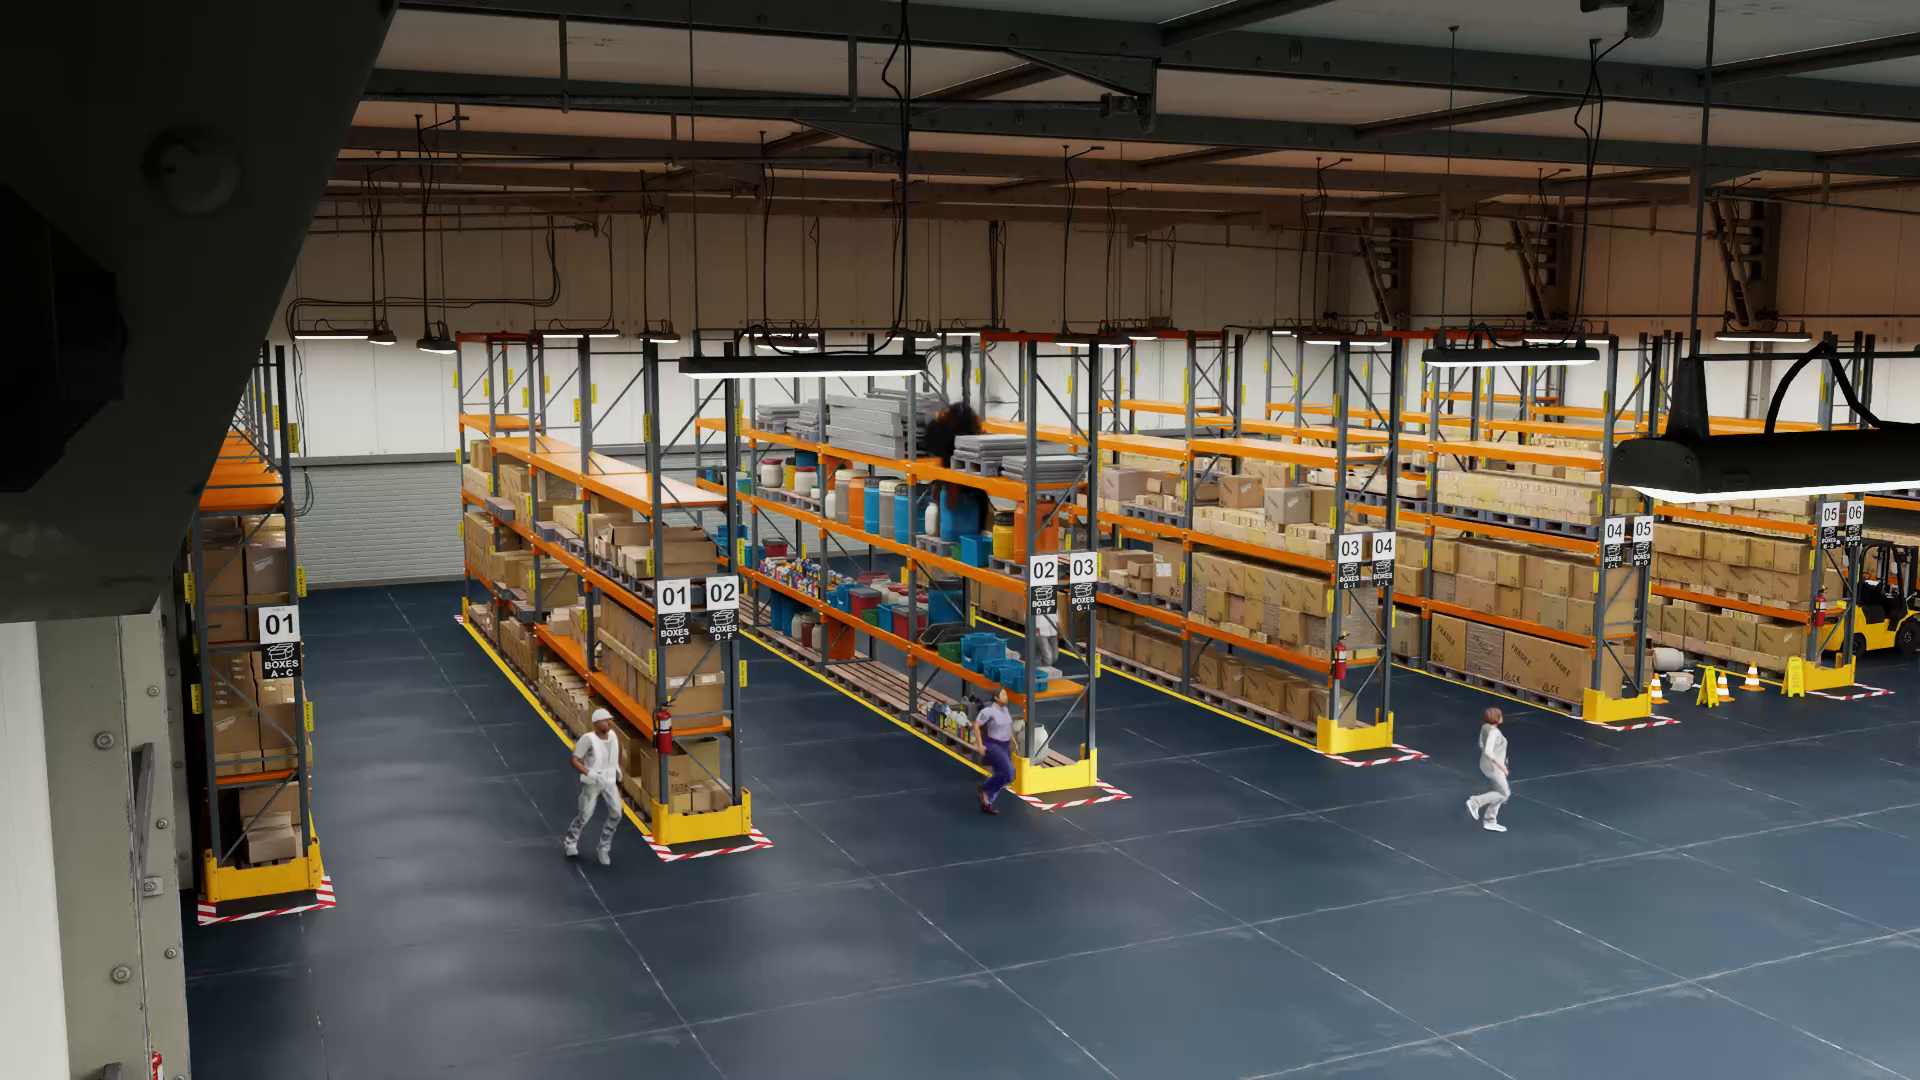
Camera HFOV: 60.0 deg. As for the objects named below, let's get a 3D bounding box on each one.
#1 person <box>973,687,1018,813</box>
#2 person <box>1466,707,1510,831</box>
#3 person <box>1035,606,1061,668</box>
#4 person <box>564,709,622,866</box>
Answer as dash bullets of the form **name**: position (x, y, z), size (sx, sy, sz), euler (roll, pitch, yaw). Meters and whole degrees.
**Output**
- **person**: position (0.530, 2.692, 21.340), size (0.539, 1.565, 0.637), euler (5, 9, 32)
- **person**: position (6.514, 2.823, 20.499), size (0.544, 1.559, 0.544), euler (1, 8, 4)
- **person**: position (1.458, 1.618, 28.667), size (0.666, 1.732, 0.753), euler (-4, 9, -28)
- **person**: position (-4.218, 2.860, 19.449), size (0.685, 1.797, 0.743), euler (7, 11, 43)
